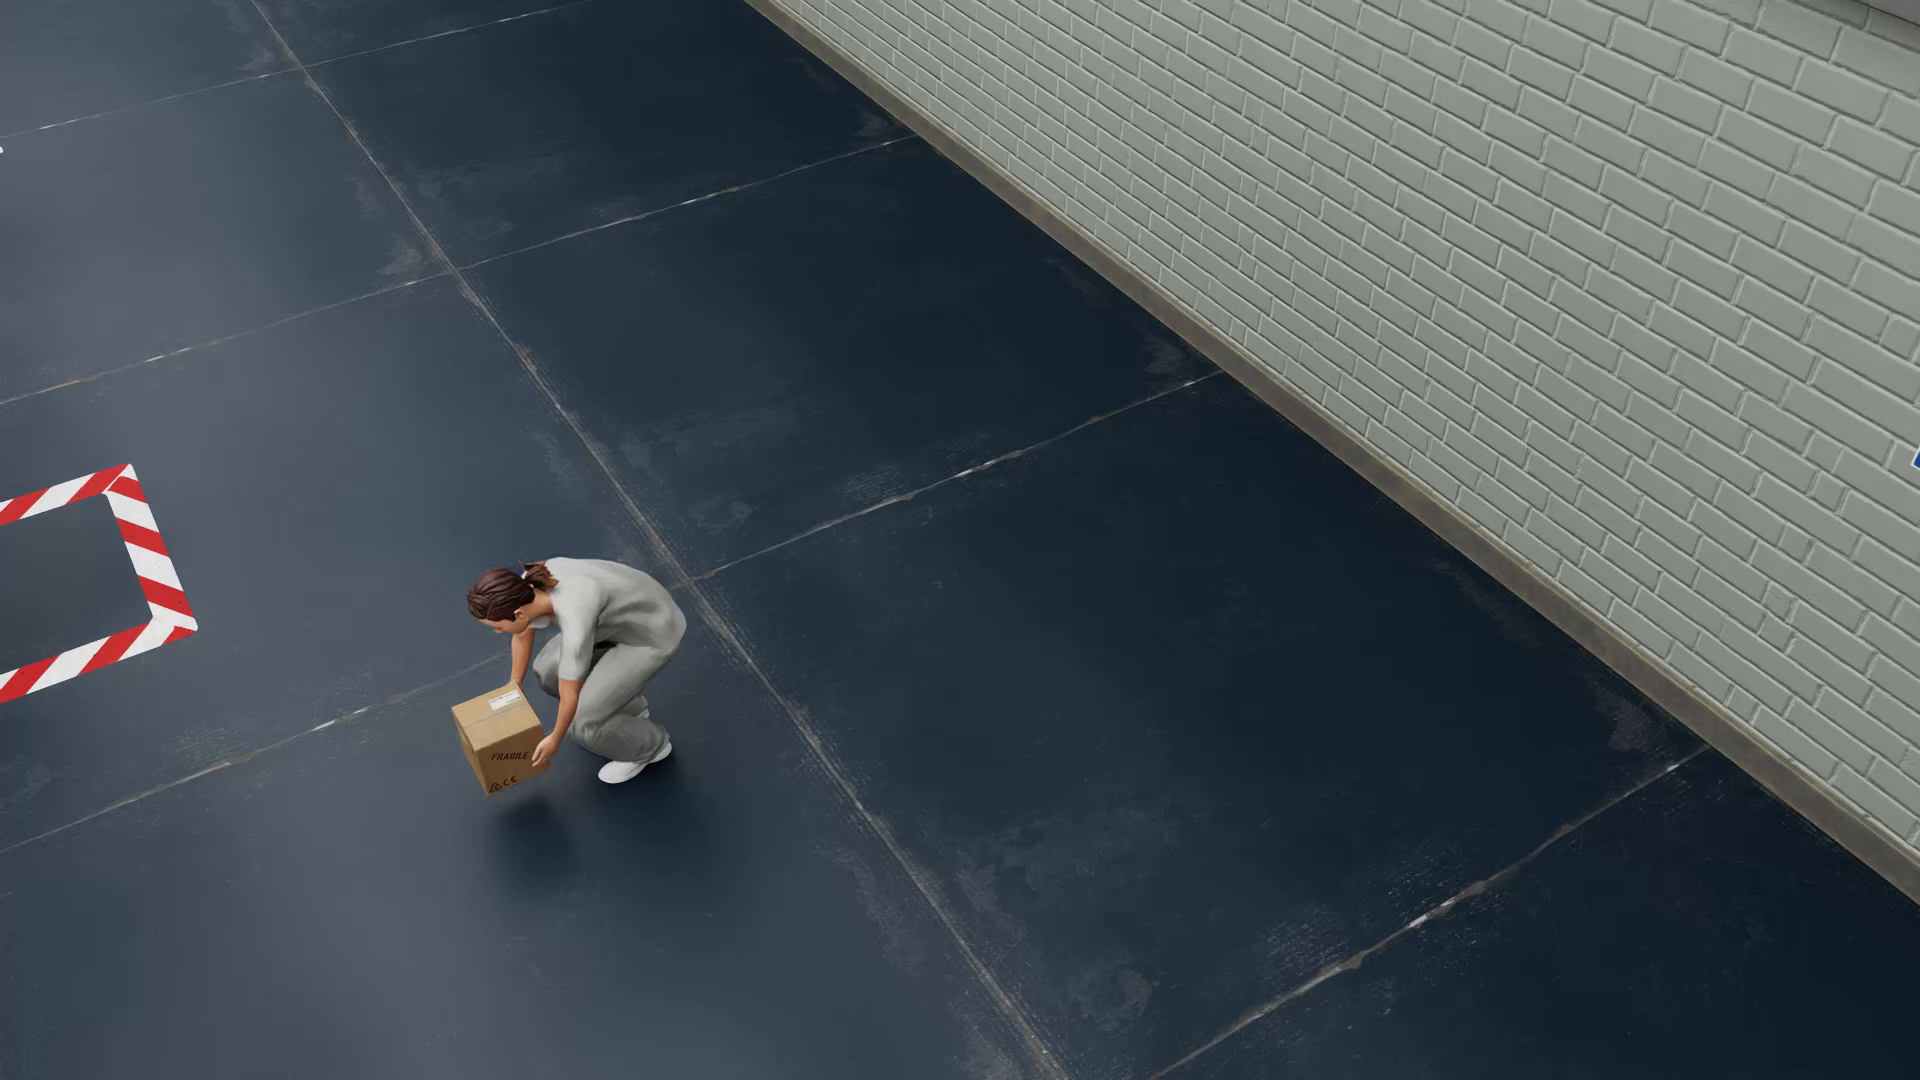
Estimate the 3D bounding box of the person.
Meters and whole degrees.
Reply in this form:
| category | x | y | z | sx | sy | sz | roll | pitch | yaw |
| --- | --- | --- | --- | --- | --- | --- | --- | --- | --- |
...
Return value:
| category | x | y | z | sx | sy | sz | roll | pitch | yaw |
| --- | --- | --- | --- | --- | --- | --- | --- | --- | --- |
| person | -1.359 | 0.433 | 6.088 | 0.747 | 1.116 | 0.496 | -23 | 46 | -24 |
